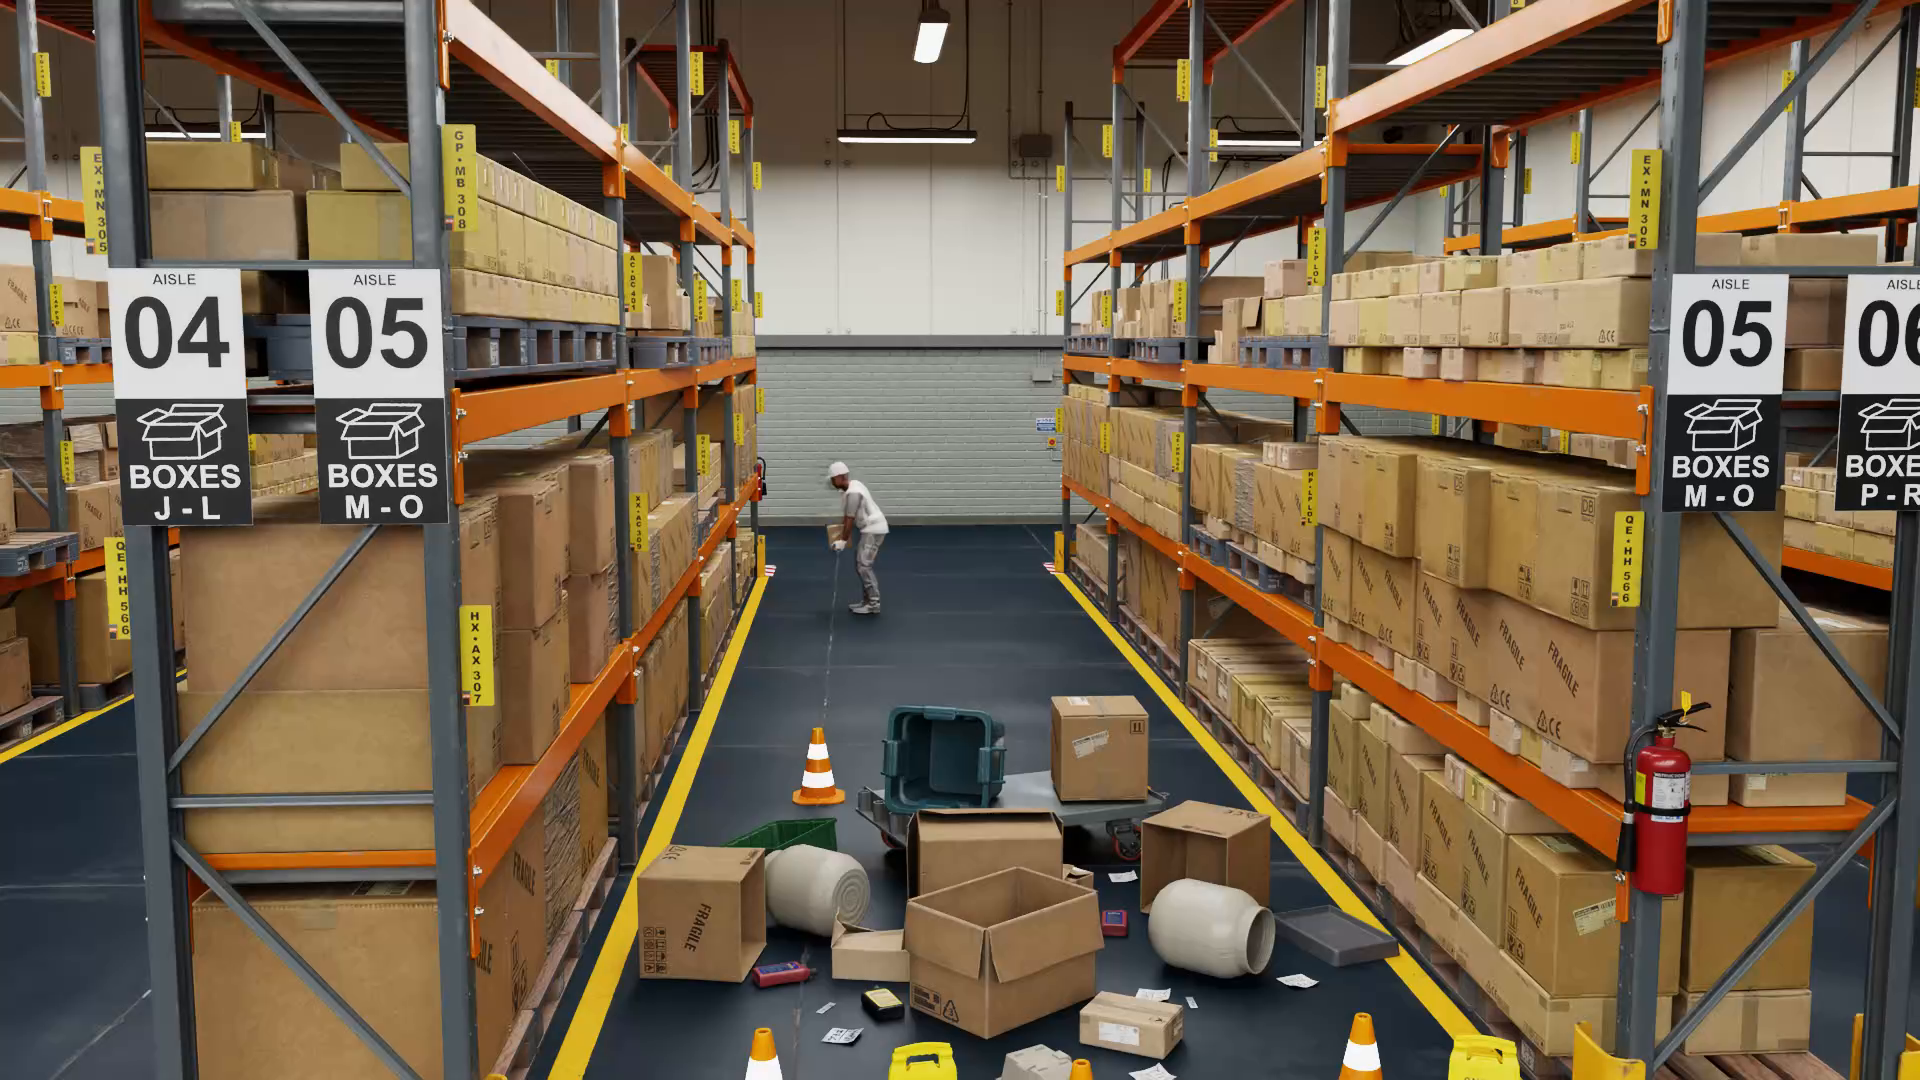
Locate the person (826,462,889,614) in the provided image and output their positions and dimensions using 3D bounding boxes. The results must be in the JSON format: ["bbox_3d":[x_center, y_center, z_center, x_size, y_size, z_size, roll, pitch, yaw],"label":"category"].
[{"bbox_3d":[-1.136,-0.030,18.380,0.694,1.669,0.480,-1,7,-5],"label":"person"}]
